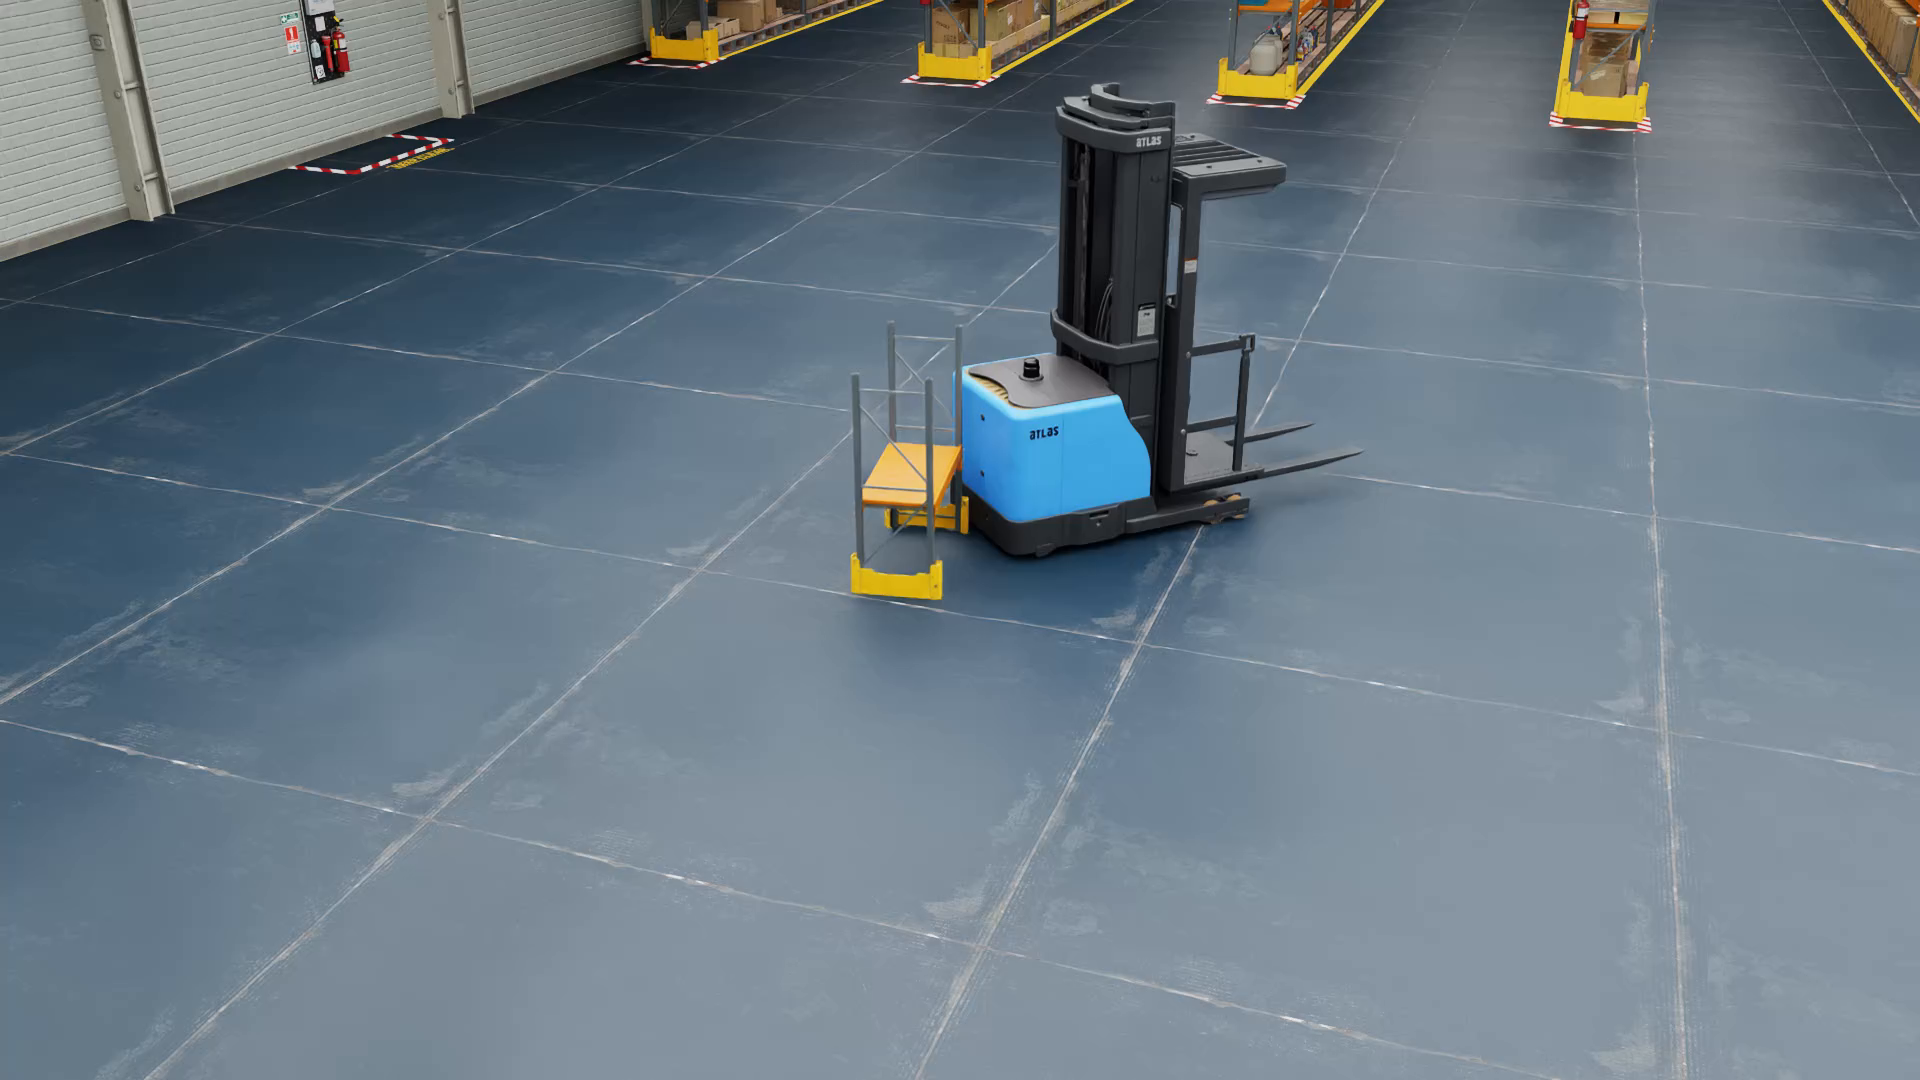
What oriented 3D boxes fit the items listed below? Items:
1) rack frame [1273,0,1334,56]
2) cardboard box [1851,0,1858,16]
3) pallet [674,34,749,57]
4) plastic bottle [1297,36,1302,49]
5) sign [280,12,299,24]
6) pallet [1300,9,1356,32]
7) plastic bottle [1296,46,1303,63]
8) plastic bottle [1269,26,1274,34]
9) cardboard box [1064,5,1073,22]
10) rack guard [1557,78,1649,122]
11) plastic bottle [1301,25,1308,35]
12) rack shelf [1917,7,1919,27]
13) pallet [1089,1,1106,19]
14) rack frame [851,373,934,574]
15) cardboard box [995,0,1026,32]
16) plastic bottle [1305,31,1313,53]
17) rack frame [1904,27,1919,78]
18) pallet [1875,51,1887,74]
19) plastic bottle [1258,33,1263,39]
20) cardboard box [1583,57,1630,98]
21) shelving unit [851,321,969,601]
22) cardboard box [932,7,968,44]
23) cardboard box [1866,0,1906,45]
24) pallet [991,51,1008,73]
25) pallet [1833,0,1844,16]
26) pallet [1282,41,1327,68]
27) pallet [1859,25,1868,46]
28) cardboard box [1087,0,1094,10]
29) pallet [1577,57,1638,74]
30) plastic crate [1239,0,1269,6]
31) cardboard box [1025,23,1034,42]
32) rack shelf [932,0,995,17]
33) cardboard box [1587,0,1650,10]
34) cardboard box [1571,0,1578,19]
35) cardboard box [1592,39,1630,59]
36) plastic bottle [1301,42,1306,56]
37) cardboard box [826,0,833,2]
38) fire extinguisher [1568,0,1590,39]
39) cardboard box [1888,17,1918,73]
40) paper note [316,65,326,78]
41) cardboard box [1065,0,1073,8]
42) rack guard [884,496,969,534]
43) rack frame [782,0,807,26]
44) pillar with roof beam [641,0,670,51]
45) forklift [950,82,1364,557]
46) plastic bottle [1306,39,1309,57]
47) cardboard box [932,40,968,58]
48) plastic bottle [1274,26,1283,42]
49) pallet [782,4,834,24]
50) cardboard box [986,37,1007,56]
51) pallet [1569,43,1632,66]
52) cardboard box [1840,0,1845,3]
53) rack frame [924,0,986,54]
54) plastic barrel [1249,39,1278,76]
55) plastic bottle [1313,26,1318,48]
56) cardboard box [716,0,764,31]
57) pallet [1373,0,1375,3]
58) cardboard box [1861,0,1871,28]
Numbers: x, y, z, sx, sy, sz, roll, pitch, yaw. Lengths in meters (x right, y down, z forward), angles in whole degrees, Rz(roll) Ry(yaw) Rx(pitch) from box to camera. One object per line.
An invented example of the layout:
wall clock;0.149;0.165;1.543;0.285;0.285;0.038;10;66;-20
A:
rack frame;5.921;-9.819;28.311;1.000;3.000;0.127;9;27;17
cardboard box;17.227;-10.208;31.502;0.500;0.500;0.500;10;28;20
pallet;-4.424;-8.716;29.234;1.003;0.211;1.213;9;27;17
plastic bottle;5.648;-8.225;27.631;0.061;0.283;0.133;9;27;17
sign;-8.462;-6.592;20.997;0.001;0.109;0.331;9;27;17
pallet;6.957;-9.895;31.667;1.003;0.211;1.213;9;27;17
plastic bottle;5.487;-7.845;26.860;0.097;0.271;0.097;0;26;0
plastic bottle;5.261;-8.553;28.231;0.144;0.351;0.185;10;27;19
cardboard box;1.790;-9.830;31.007;0.500;0.250;0.500;9;27;19
rack guard;9.286;-6.363;24.041;1.175;0.500;0.348;9;27;17
plastic bottle;5.842;-8.539;28.202;0.144;0.351;0.185;9;27;17
rack shelf;14.569;-7.194;23.715;1.077;0.370;4.000;9;27;17
pallet;2.271;-10.595;33.113;1.003;0.211;1.213;9;27;17
rack frame;-0.412;-0.317;10.407;0.500;1.500;0.032;4;26;9
cardboard box;0.810;-8.988;28.408;0.500;0.500;0.500;9;27;17
plastic bottle;5.807;-8.306;27.722;0.144;0.351;0.185;9;27;17
rack frame;15.235;-8.340;25.256;1.000;3.000;0.127;9;27;17
pallet;15.825;-7.916;27.580;1.003;0.211;1.213;9;27;17
plastic bottle;4.995;-8.224;27.552;0.144;0.351;0.185;10;28;20
cardboard box;9.484;-6.775;24.410;0.500;0.500;0.500;14;29;27
shelving unit;-0.321;-0.539;10.865;0.587;1.500;1.083;4;26;9
cardboard box;-0.182;-8.447;27.291;0.500;0.500;0.500;9;27;17
cardboard box;16.279;-8.923;28.560;1.050;0.750;0.750;8;27;17
pallet;0.135;-7.960;27.672;1.003;0.211;1.213;9;27;17
pallet;18.087;-10.653;33.234;1.003;0.211;1.213;9;27;17
pallet;5.658;-8.294;28.361;1.003;0.211;1.213;9;27;17
pallet;16.827;-9.049;29.921;1.003;0.211;1.213;9;27;17
cardboard box;2.298;-10.464;32.316;0.500;0.250;0.500;9;27;19
pallet;10.401;-7.564;26.854;1.003;0.211;1.213;9;27;17
plastic crate;4.474;-8.357;25.462;0.499;0.251;0.616;9;27;17
cardboard box;0.974;-8.856;28.996;0.500;0.250;0.500;9;27;17
rack shelf;0.585;-9.393;28.257;1.077;0.370;4.000;9;27;17
cardboard box;9.469;-7.858;23.804;0.875;0.500;0.500;9;27;17
cardboard box;12.172;-10.257;31.173;1.225;0.875;0.875;7;27;15
cardboard box;10.105;-7.503;25.914;0.500;0.500;0.500;6;27;13
plastic bottle;5.601;-7.986;27.151;0.097;0.271;0.097;0;26;0
cardboard box;-2.860;-11.057;33.231;0.700;0.500;0.500;9;27;18
fire extinguisher;8.788;-7.442;23.490;0.296;0.674;0.183;9;27;17
cardboard box;15.357;-7.784;26.208;1.050;0.750;0.750;9;27;17
paper note;-8.315;-6.090;21.620;0.016;0.148;0.142;9;27;17
cardboard box;1.795;-10.081;30.882;0.500;0.311;0.500;8;27;17
rack guard;-0.234;-0.190;11.579;0.587;0.250;0.087;4;26;9
rack frame;-3.422;-11.255;31.278;1.000;3.000;0.127;9;27;17
pillar with roof beam;-1.276;-12.101;26.139;9.100;9.000;0.400;9;27;17
forklift;1.488;-1.627;11.471;3.031;2.935;1.130;-12;28;-23
plastic bottle;5.702;-8.110;27.408;0.097;0.271;0.097;0;26;0
cardboard box;-0.180;-8.109;27.454;0.500;0.250;0.500;9;27;17
plastic bottle;5.397;-8.532;28.188;0.144;0.351;0.185;9;27;17
pallet;-3.164;-10.320;32.547;1.003;0.211;1.213;9;27;17
cardboard box;0.471;-8.240;27.724;0.500;0.250;0.500;9;27;17
pallet;10.849;-8.166;28.096;1.003;0.211;1.213;9;27;17
cardboard box;17.706;-10.744;33.011;0.380;0.149;0.250;9;27;18
rack frame;-0.080;-8.895;26.402;1.000;3.000;0.127;9;27;17
plastic barrel;4.736;-7.526;25.948;0.421;0.512;0.421;0;26;0
plastic bottle;5.978;-8.518;28.159;0.144;0.351;0.185;8;27;16
cardboard box;-3.957;-9.484;29.984;0.700;0.500;0.500;7;27;14
pallet;8.287;-11.540;35.066;1.003;0.211;1.213;9;27;17
cardboard box;16.715;-9.569;30.180;0.500;0.500;0.500;10;28;20
